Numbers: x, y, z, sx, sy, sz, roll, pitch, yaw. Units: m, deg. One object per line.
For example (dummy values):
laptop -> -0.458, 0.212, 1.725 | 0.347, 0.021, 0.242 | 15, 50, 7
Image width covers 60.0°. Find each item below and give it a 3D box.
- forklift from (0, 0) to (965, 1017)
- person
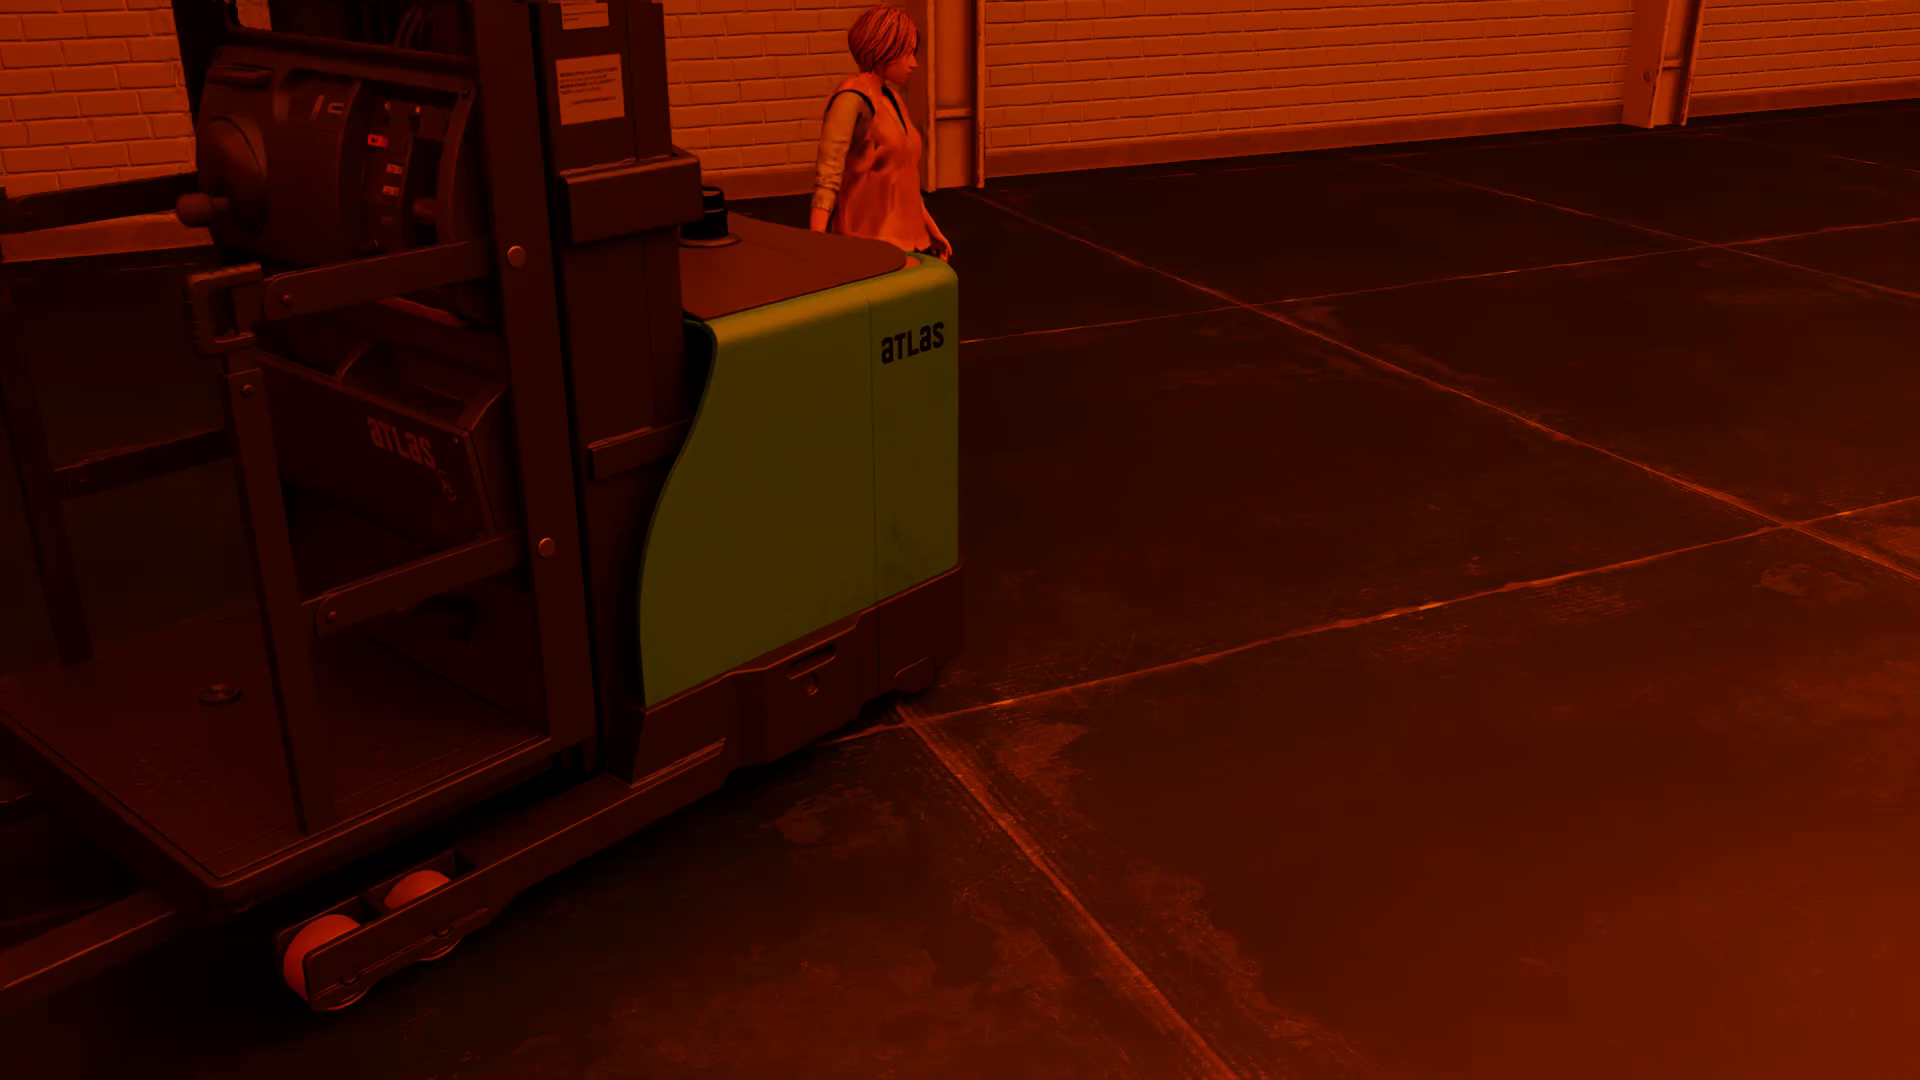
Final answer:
forklift -> -1.336, -0.714, 3.006 | 1.130, 2.935, 3.031 | 19, 29, 37
person -> -0.268, -0.950, 5.446 | 0.452, 1.515, 0.762 | 10, 25, 22
